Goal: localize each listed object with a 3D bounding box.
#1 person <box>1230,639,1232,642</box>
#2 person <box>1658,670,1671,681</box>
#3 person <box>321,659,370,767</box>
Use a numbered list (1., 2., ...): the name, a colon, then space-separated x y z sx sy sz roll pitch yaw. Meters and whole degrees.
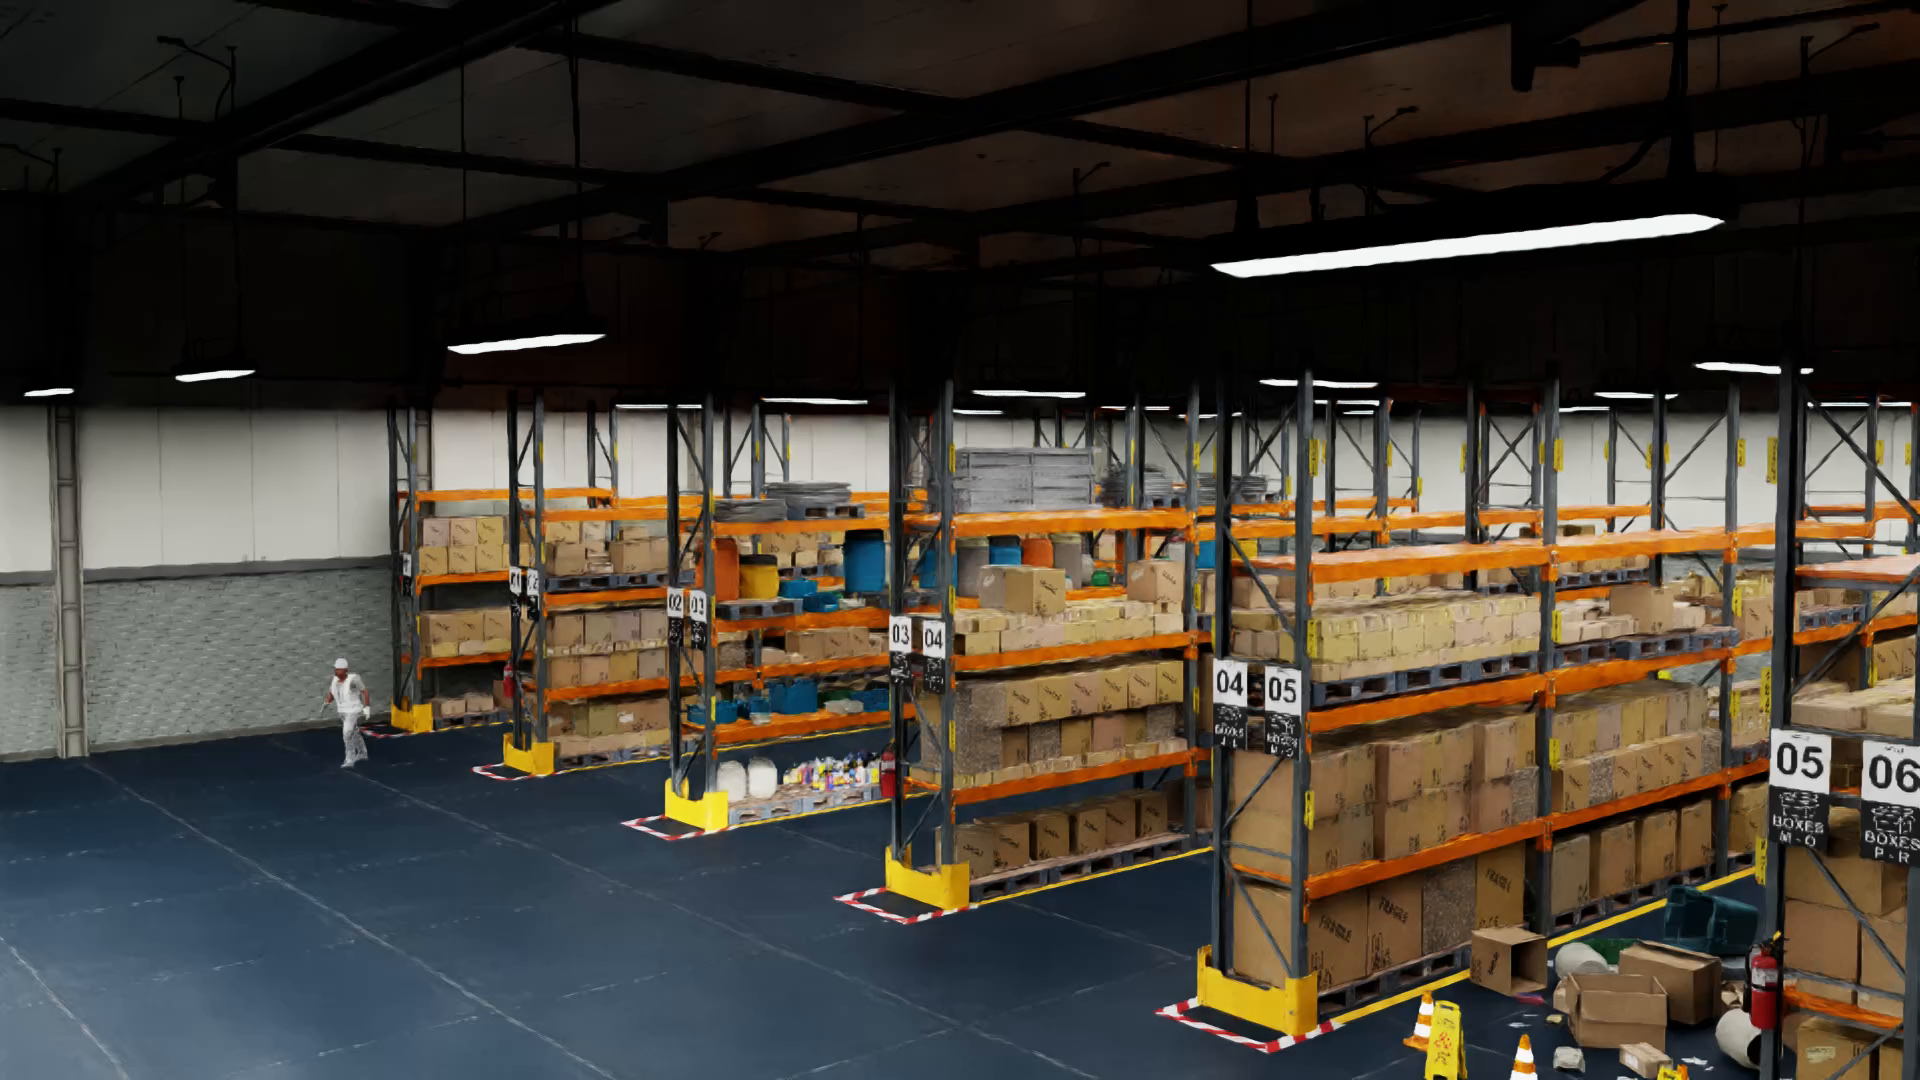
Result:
1. person: 5.963 2.059 37.733 0.711 1.784 0.535 0 3 -5
2. person: 10.799 2.831 25.445 0.578 1.713 0.719 -3 4 -42
3. person: -9.788 2.743 26.667 0.702 1.718 0.839 2 4 33
